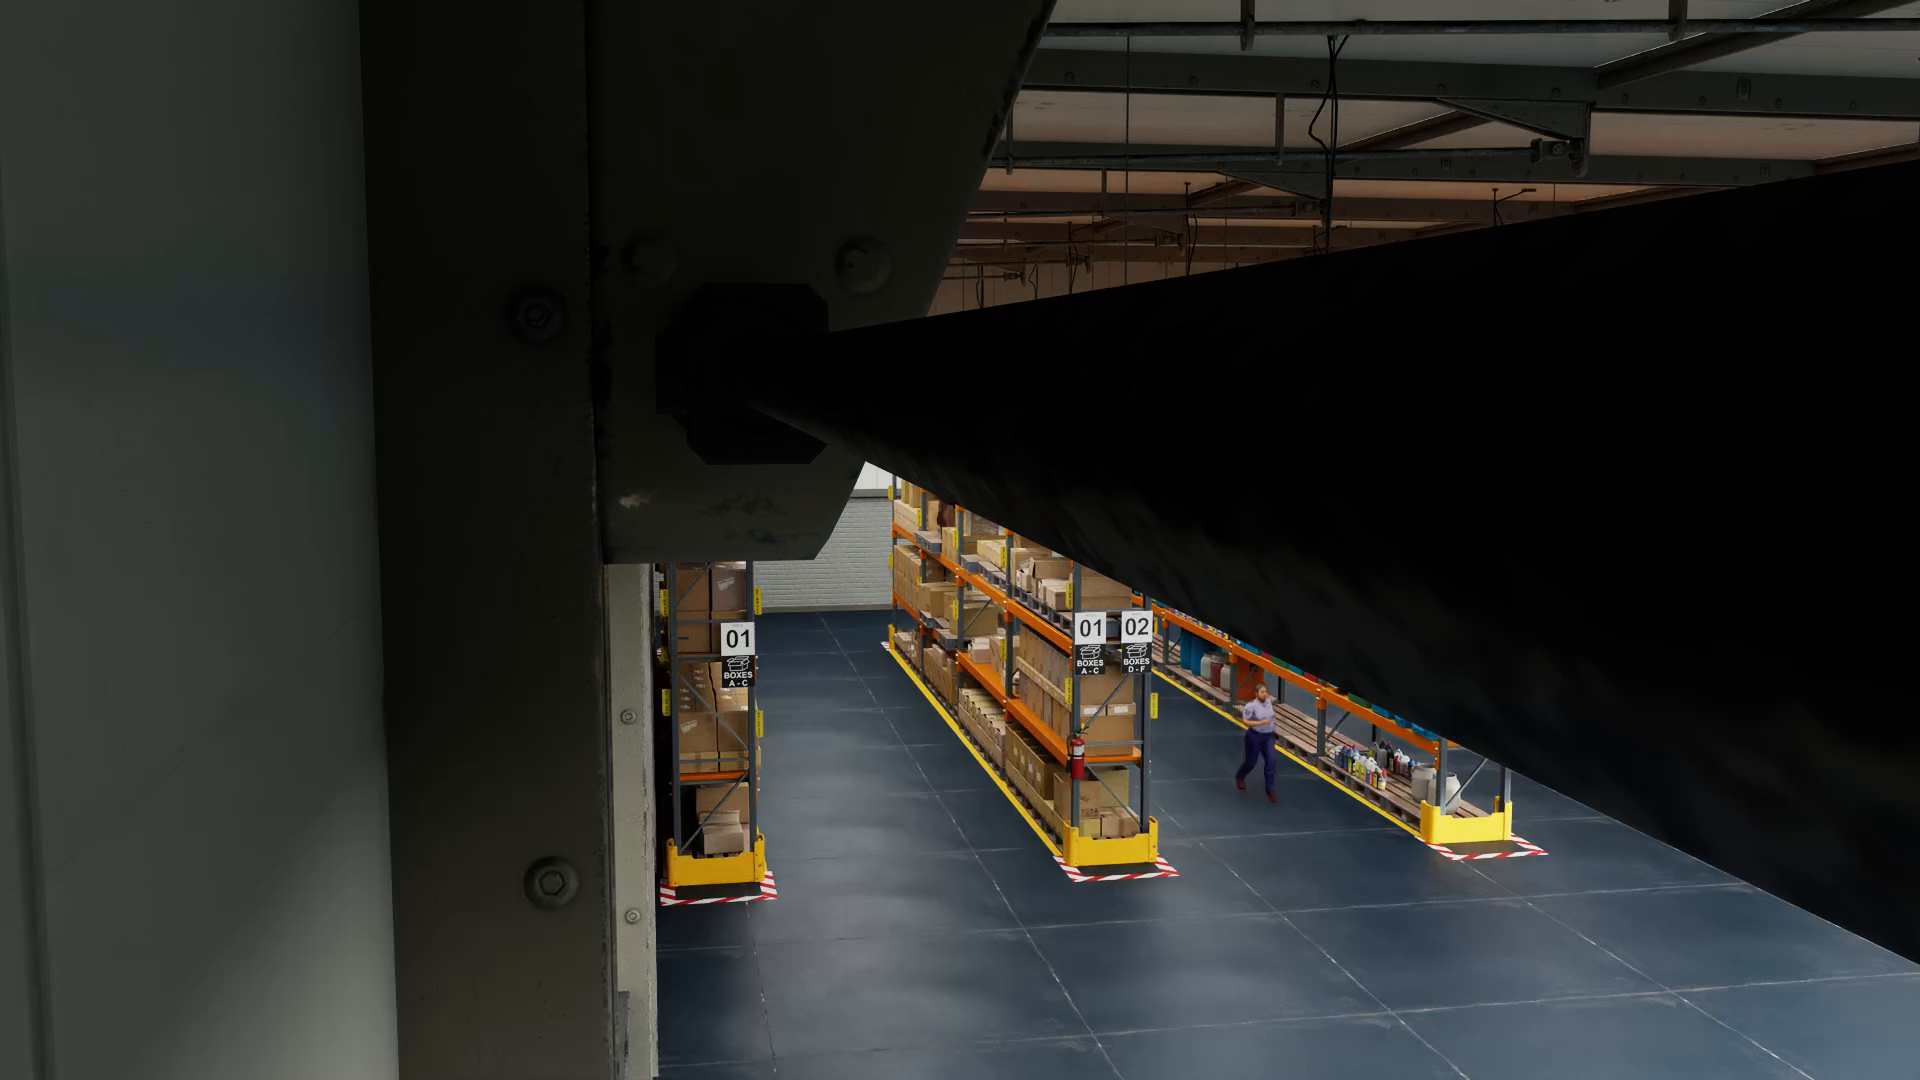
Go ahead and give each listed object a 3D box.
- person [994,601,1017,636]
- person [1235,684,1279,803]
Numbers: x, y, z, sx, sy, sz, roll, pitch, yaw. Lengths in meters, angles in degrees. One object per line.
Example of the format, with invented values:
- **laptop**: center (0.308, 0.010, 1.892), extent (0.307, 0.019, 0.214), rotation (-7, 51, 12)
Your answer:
- **person**: center (0.944, 1.591, 36.340), extent (0.602, 1.632, 0.939), rotation (-3, 7, -23)
- **person**: center (4.319, 2.895, 24.070), extent (0.632, 1.655, 0.902), rotation (-3, 7, -24)
